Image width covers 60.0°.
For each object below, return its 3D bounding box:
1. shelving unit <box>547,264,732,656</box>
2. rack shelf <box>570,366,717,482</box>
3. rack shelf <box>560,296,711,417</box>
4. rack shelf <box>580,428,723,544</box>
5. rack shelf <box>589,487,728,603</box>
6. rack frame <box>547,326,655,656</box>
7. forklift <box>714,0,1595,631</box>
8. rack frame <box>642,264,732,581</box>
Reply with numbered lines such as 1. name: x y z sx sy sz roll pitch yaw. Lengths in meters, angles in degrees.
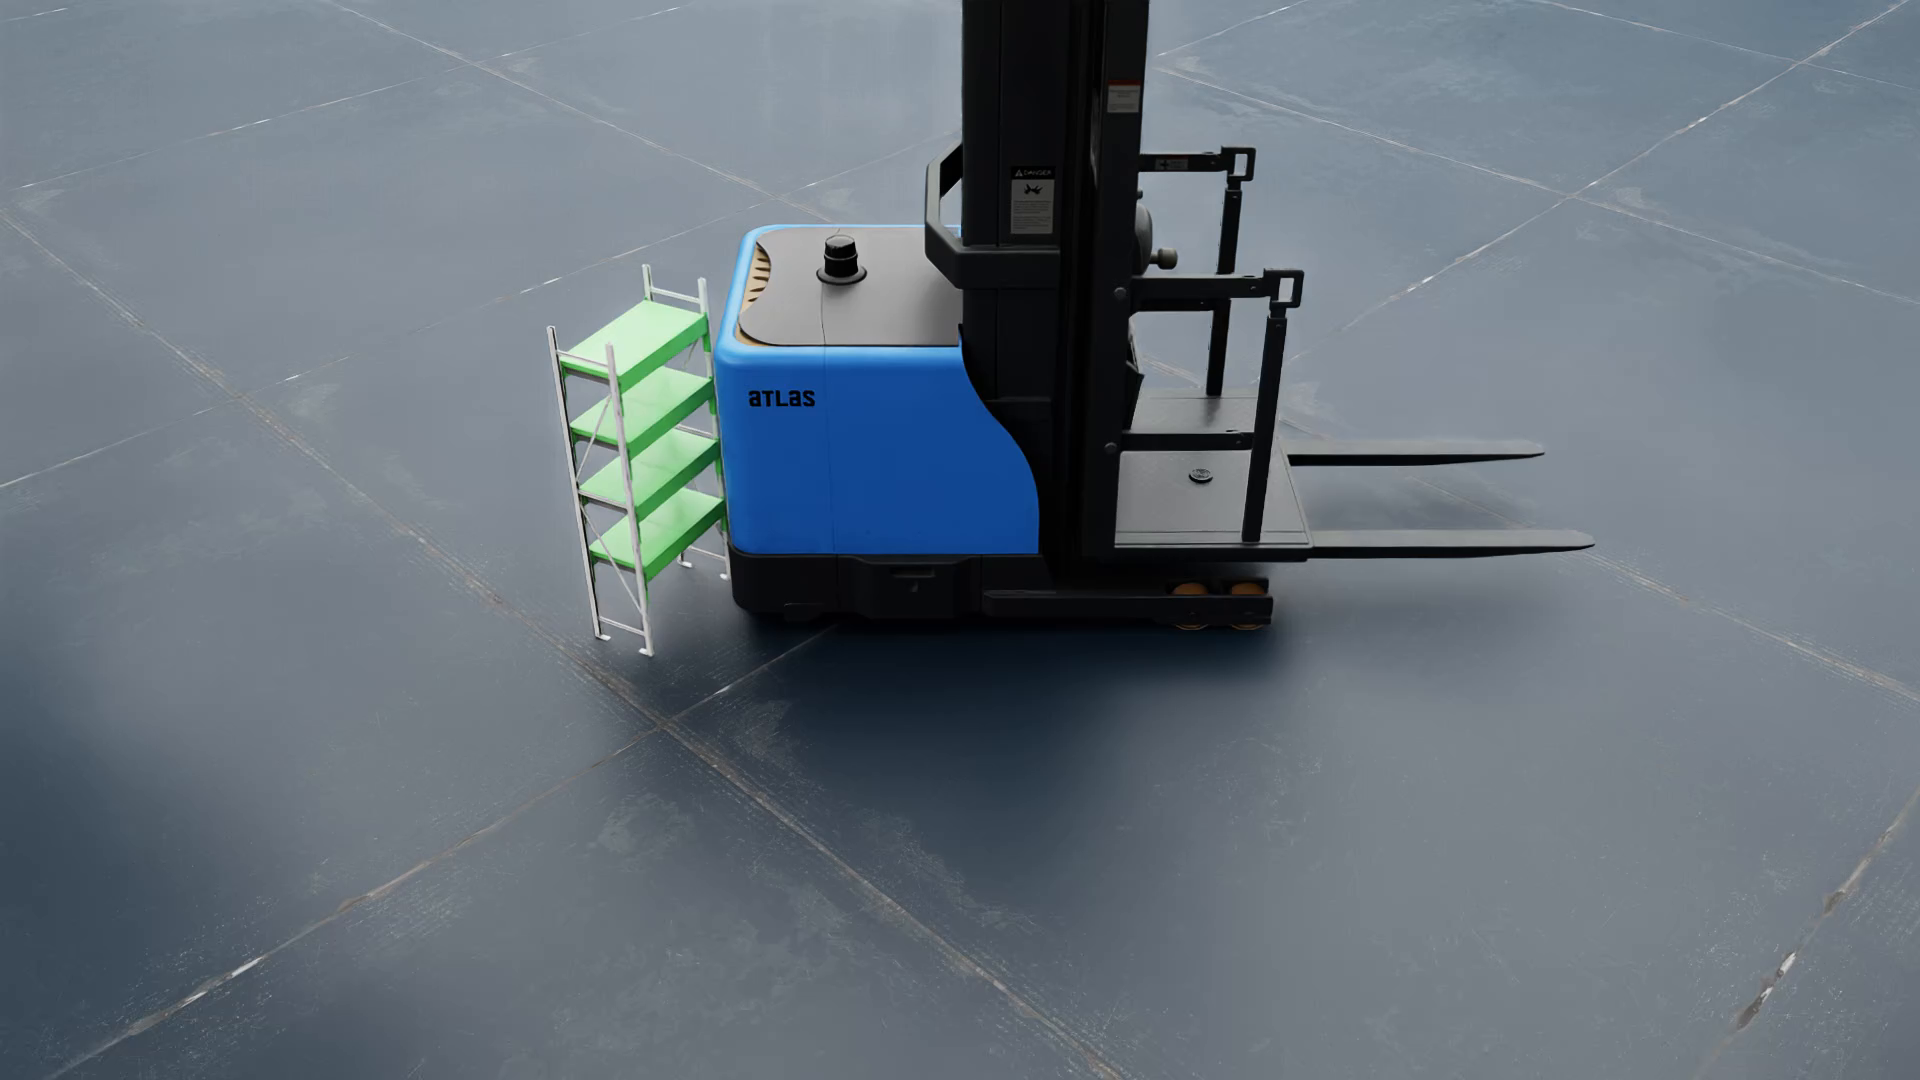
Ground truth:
1. shelving unit: -1.042 -0.254 5.565 0.258 1.200 0.503 16 38 22
2. rack shelf: -1.042 -0.398 5.464 0.258 0.148 0.480 16 38 22
3. rack shelf: -1.042 -0.595 5.327 0.258 0.148 0.480 16 38 22
4. rack shelf: -1.042 -0.201 5.601 0.258 0.148 0.480 16 38 22
5. rack shelf: -1.042 -0.004 5.739 0.258 0.148 0.480 16 38 22
6. rack frame: -1.154 -0.130 5.387 0.240 1.200 0.015 16 38 22
7. forklift: 0.718 -1.192 5.397 3.031 2.935 1.130 0 35 0
8. rack frame: -0.930 -0.378 5.743 0.240 1.200 0.015 16 38 22
